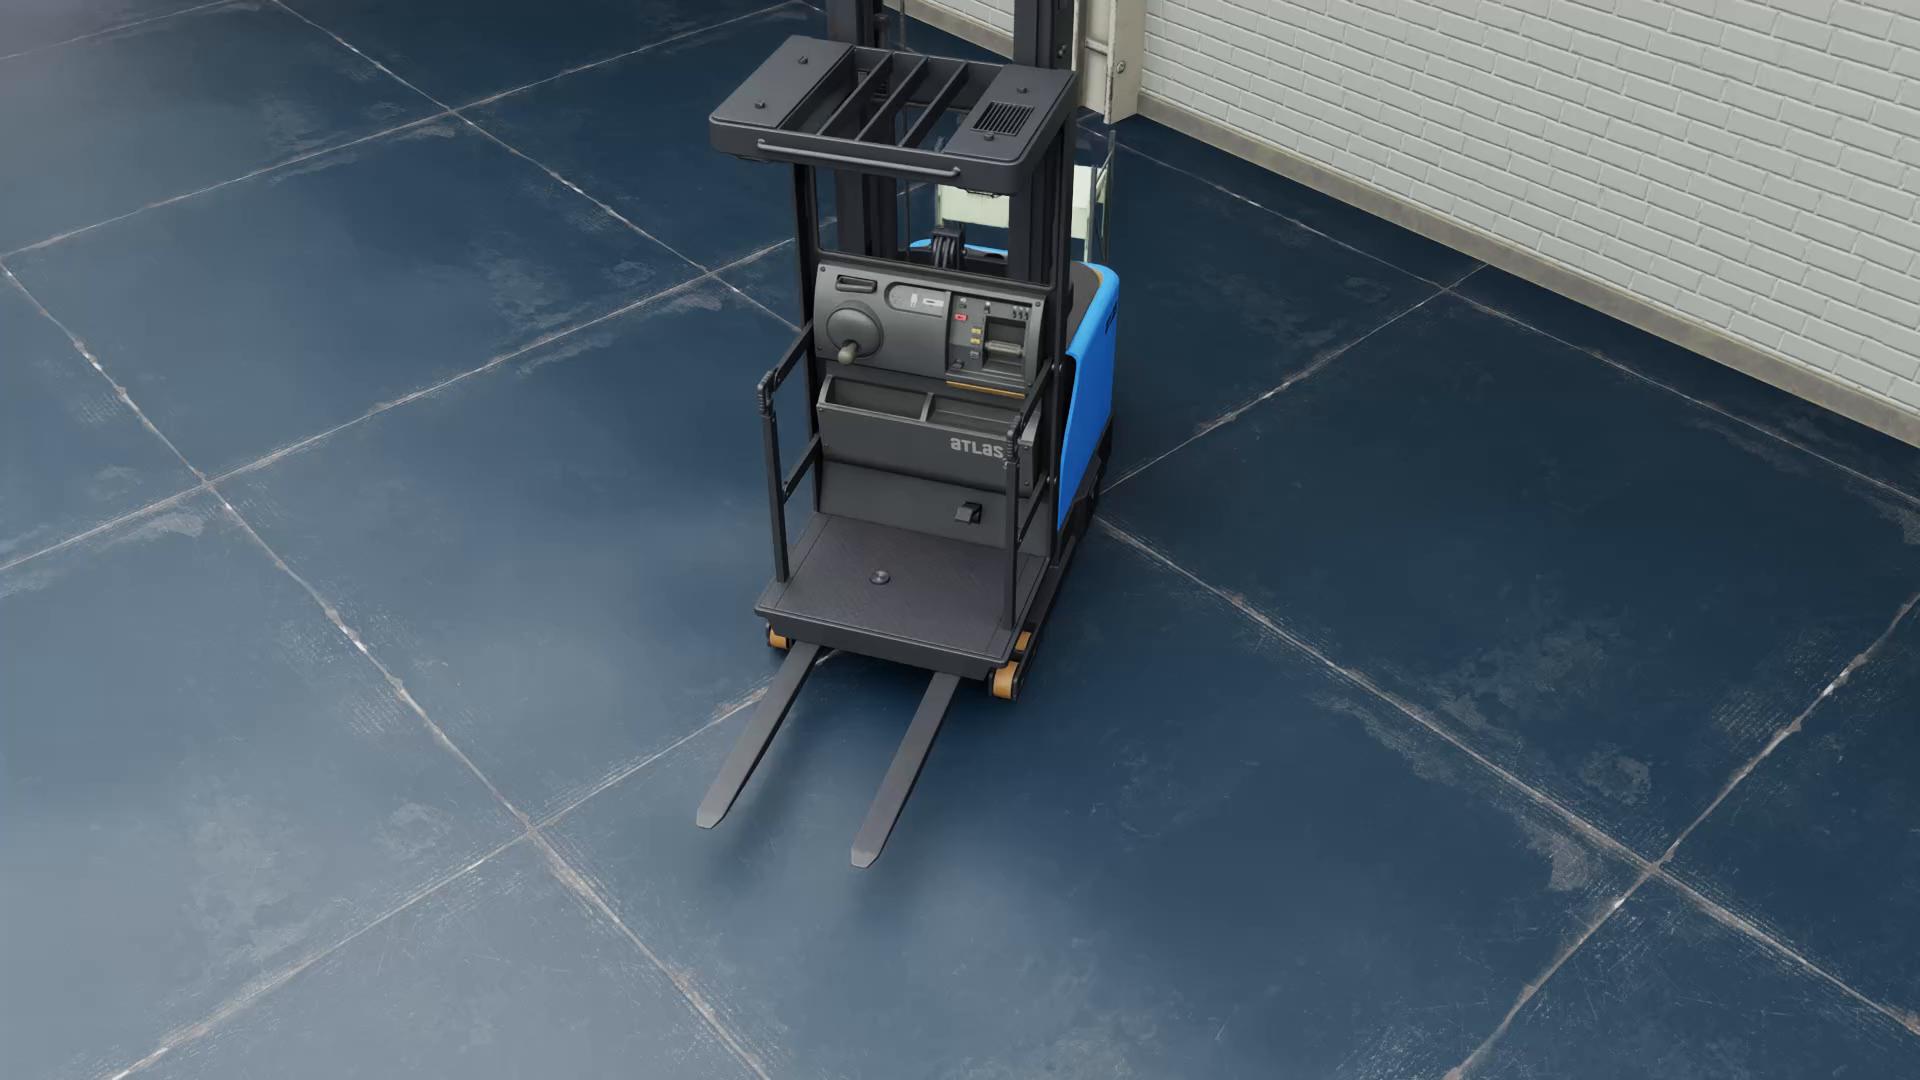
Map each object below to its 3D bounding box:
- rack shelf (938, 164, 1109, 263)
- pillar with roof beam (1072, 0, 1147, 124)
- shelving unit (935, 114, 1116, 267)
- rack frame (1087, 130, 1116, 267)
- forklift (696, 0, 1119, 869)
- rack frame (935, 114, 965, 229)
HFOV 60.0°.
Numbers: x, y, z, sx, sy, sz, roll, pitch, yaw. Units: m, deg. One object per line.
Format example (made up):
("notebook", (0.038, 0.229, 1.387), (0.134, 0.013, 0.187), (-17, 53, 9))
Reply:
("rack shelf", (0.305, -1.568, 7.876), (0.720, 0.370, 0.431), (11, 40, 13))
("pillar with roof beam", (-2.186, -4.631, 6.322), (9.100, 9.000, 0.400), (-30, 48, -32))
("shelving unit", (0.305, -1.264, 8.121), (0.755, 1.500, 0.431), (11, 40, 13))
("rack frame", (0.655, -1.197, 8.038), (0.023, 1.500, 0.400), (11, 40, 13))
("forklift", (-0.192, -0.763, 6.362), (1.130, 2.935, 3.031), (11, 40, 14))
("rack frame", (-0.045, -1.332, 8.205), (0.023, 1.500, 0.400), (11, 40, 13))
